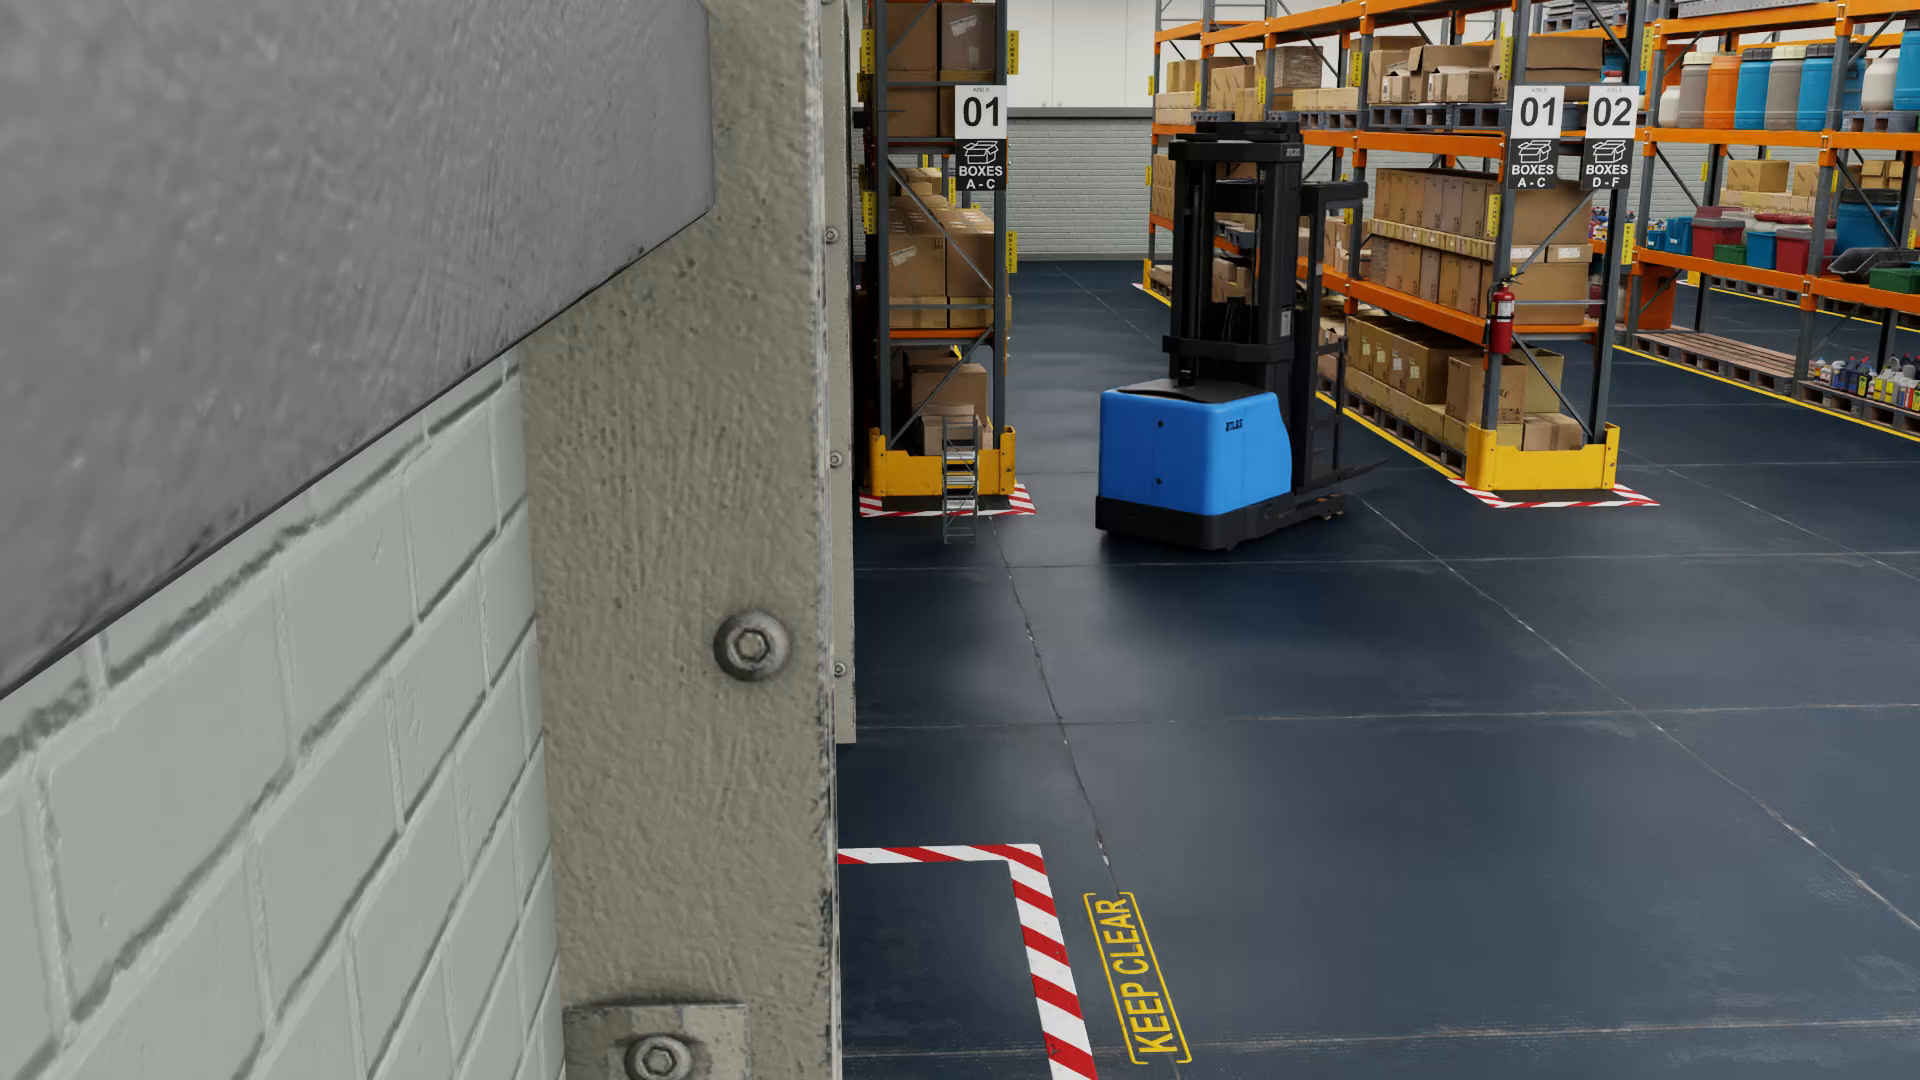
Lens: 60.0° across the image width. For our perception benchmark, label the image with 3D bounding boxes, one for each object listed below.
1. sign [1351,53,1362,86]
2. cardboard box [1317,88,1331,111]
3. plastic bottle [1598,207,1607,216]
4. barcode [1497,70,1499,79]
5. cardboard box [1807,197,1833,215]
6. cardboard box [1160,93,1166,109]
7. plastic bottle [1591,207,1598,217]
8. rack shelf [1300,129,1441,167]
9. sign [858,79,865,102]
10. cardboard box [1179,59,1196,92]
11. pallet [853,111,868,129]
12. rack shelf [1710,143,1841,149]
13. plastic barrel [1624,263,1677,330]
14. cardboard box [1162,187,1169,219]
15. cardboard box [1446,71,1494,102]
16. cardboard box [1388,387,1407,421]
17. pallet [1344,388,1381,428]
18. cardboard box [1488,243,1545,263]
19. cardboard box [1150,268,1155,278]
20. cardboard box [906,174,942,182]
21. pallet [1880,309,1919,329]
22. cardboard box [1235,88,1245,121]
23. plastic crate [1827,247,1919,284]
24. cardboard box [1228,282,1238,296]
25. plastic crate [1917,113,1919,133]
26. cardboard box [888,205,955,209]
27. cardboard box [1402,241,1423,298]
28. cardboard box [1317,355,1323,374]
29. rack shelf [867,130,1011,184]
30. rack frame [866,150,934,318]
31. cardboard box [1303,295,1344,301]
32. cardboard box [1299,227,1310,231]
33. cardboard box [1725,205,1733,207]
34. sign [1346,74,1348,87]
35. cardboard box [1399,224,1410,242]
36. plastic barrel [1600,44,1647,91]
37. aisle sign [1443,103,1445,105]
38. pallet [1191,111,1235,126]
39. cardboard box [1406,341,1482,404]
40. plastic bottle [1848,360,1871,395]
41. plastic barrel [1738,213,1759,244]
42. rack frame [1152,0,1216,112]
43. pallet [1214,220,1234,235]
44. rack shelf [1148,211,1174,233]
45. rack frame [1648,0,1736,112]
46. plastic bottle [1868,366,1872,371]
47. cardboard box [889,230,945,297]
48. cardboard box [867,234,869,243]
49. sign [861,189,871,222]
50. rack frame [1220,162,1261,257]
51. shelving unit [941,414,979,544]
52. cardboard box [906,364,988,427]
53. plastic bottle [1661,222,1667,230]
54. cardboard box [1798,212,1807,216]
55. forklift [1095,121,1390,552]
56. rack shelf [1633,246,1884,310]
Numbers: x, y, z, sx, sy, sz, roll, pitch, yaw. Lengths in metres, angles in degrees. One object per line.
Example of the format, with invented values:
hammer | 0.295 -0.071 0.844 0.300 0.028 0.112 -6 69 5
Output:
sign | 4.012 -4.753 16.791 0.100 0.325 0.005 -1 14 -3
cardboard box | 4.464 -5.102 19.274 0.500 0.250 0.500 -1 14 -5
plastic bottle | 9.396 -4.680 24.295 0.144 0.351 0.185 -1 14 -3
barcode | 4.300 -3.715 13.260 0.001 0.075 0.075 -1 14 -3
cardboard box | 13.655 -5.227 26.026 0.500 0.250 0.500 -1 14 -4
cardboard box | 3.605 -7.259 27.496 0.500 0.250 0.500 -1 14 -3
plastic bottle | 9.252 -4.678 24.286 0.144 0.351 0.185 -1 14 -3
rack shelf | 4.429 -4.510 18.959 1.077 0.370 4.000 -1 14 -3
sign | -1.441 -6.553 24.259 0.100 0.325 0.005 -1 14 -3
cardboard box | 3.879 -7.376 26.448 0.700 0.500 0.500 -1 14 -3
pallet | -0.732 -5.346 21.144 1.213 0.211 1.003 0 14 -1
rack shelf | 13.821 -6.652 27.282 1.077 0.370 4.000 -1 14 -3
plastic barrel | 9.202 -3.252 22.160 0.600 0.830 0.708 -1 14 -3
cardboard box | 3.639 -5.574 27.468 0.500 0.500 0.500 -1 14 -4
cardboard box | 4.466 -3.847 14.116 0.500 0.250 0.500 -1 14 -3
cardboard box | 4.367 -1.287 15.684 0.500 0.250 0.500 -1 14 -3
pallet | 4.560 -1.359 16.886 1.003 0.211 1.213 -1 14 -3
cardboard box | 4.587 -2.368 13.708 0.380 0.149 0.250 -1 14 -4
cardboard box | 3.492 -4.616 28.784 0.380 0.149 0.250 -1 14 -3
cardboard box | -0.444 -4.642 21.704 0.500 0.250 0.500 -1 14 -4
pallet | 14.146 -3.205 24.058 1.003 0.211 1.213 -1 14 -3
cardboard box | 4.180 -5.768 22.205 0.910 0.500 0.500 -1 14 -3
plastic crate | 9.402 -2.822 17.098 0.767 0.338 0.504 -1 14 -3
cardboard box | 3.981 -3.263 22.823 0.500 0.500 0.500 -1 14 -5
plastic crate | 9.323 -3.937 15.715 0.336 0.188 0.450 -1 14 -3
cardboard box | -0.416 -3.359 17.976 0.700 0.500 0.500 1 14 2
cardboard box | 4.653 -2.591 15.874 0.700 0.500 0.500 -1 14 -3
cardboard box | 4.208 -2.004 18.473 0.500 0.250 0.500 -1 14 -4
rack shelf | -0.267 -3.438 14.792 1.077 0.370 4.000 -1 14 -3
rack frame | -0.887 -4.820 24.742 1.000 3.000 0.127 -1 14 -3
cardboard box | 4.583 -2.920 20.905 0.500 0.311 0.500 -1 14 -2
cardboard box | 4.284 -3.769 20.833 0.500 0.311 0.500 0 14 0
cardboard box | 13.423 -5.702 28.673 0.380 0.149 0.250 -1 14 -5
sign | 4.859 -5.651 20.754 0.100 0.325 0.005 -1 14 -3
cardboard box | 4.440 -2.947 15.958 0.380 0.149 0.250 -1 14 -5
plastic barrel | 9.259 -6.450 23.207 0.600 0.901 0.708 -1 14 -3
aisle sign | 8.452 -7.241 28.930 0.394 0.787 0.004 -1 14 -3
pallet | 4.027 -6.096 24.058 1.213 0.211 1.003 -1 14 -3
cardboard box | 4.394 -1.526 15.107 0.500 0.500 0.500 -1 14 -3
plastic bottle | 9.144 -1.660 16.891 0.144 0.351 0.185 -1 15 -6
plastic barrel | 9.552 -3.675 20.067 0.421 0.512 0.421 0 14 0
rack frame | 3.809 -8.798 28.161 1.000 3.000 0.127 -1 14 -3
pallet | 3.998 -4.604 24.288 1.003 0.211 1.213 -1 14 -3
rack shelf | 3.933 -5.047 27.065 1.077 0.370 4.000 -1 14 -3
rack frame | 9.249 -6.884 20.722 1.000 3.000 0.127 -1 14 -3
plastic bottle | 9.262 -1.634 16.951 0.097 0.271 0.097 0 14 0
cardboard box | -0.385 -2.250 13.508 0.500 0.500 0.500 -1 14 -4
cardboard box | -1.043 -4.043 22.185 0.380 0.149 0.250 -1 14 -5
sign | -0.945 -3.382 16.828 0.100 0.325 0.005 -1 14 -3
rack frame | 4.057 -4.898 25.043 1.000 3.000 0.127 -1 14 -3
shelving unit | 0.000 -0.438 11.922 0.258 0.900 0.210 -1 14 -3
cardboard box | -0.127 -1.337 15.337 0.700 0.500 0.500 -2 15 -7
plastic bottle | 9.516 -4.146 22.370 0.152 0.276 0.135 -1 14 -3
cardboard box | 13.567 -5.127 26.437 0.380 0.149 0.250 -1 14 -4
forklift | 2.322 -1.643 12.529 1.130 2.935 3.031 12 19 39
rack shelf | 9.373 -3.133 19.626 1.077 0.370 4.000 -1 14 -3
